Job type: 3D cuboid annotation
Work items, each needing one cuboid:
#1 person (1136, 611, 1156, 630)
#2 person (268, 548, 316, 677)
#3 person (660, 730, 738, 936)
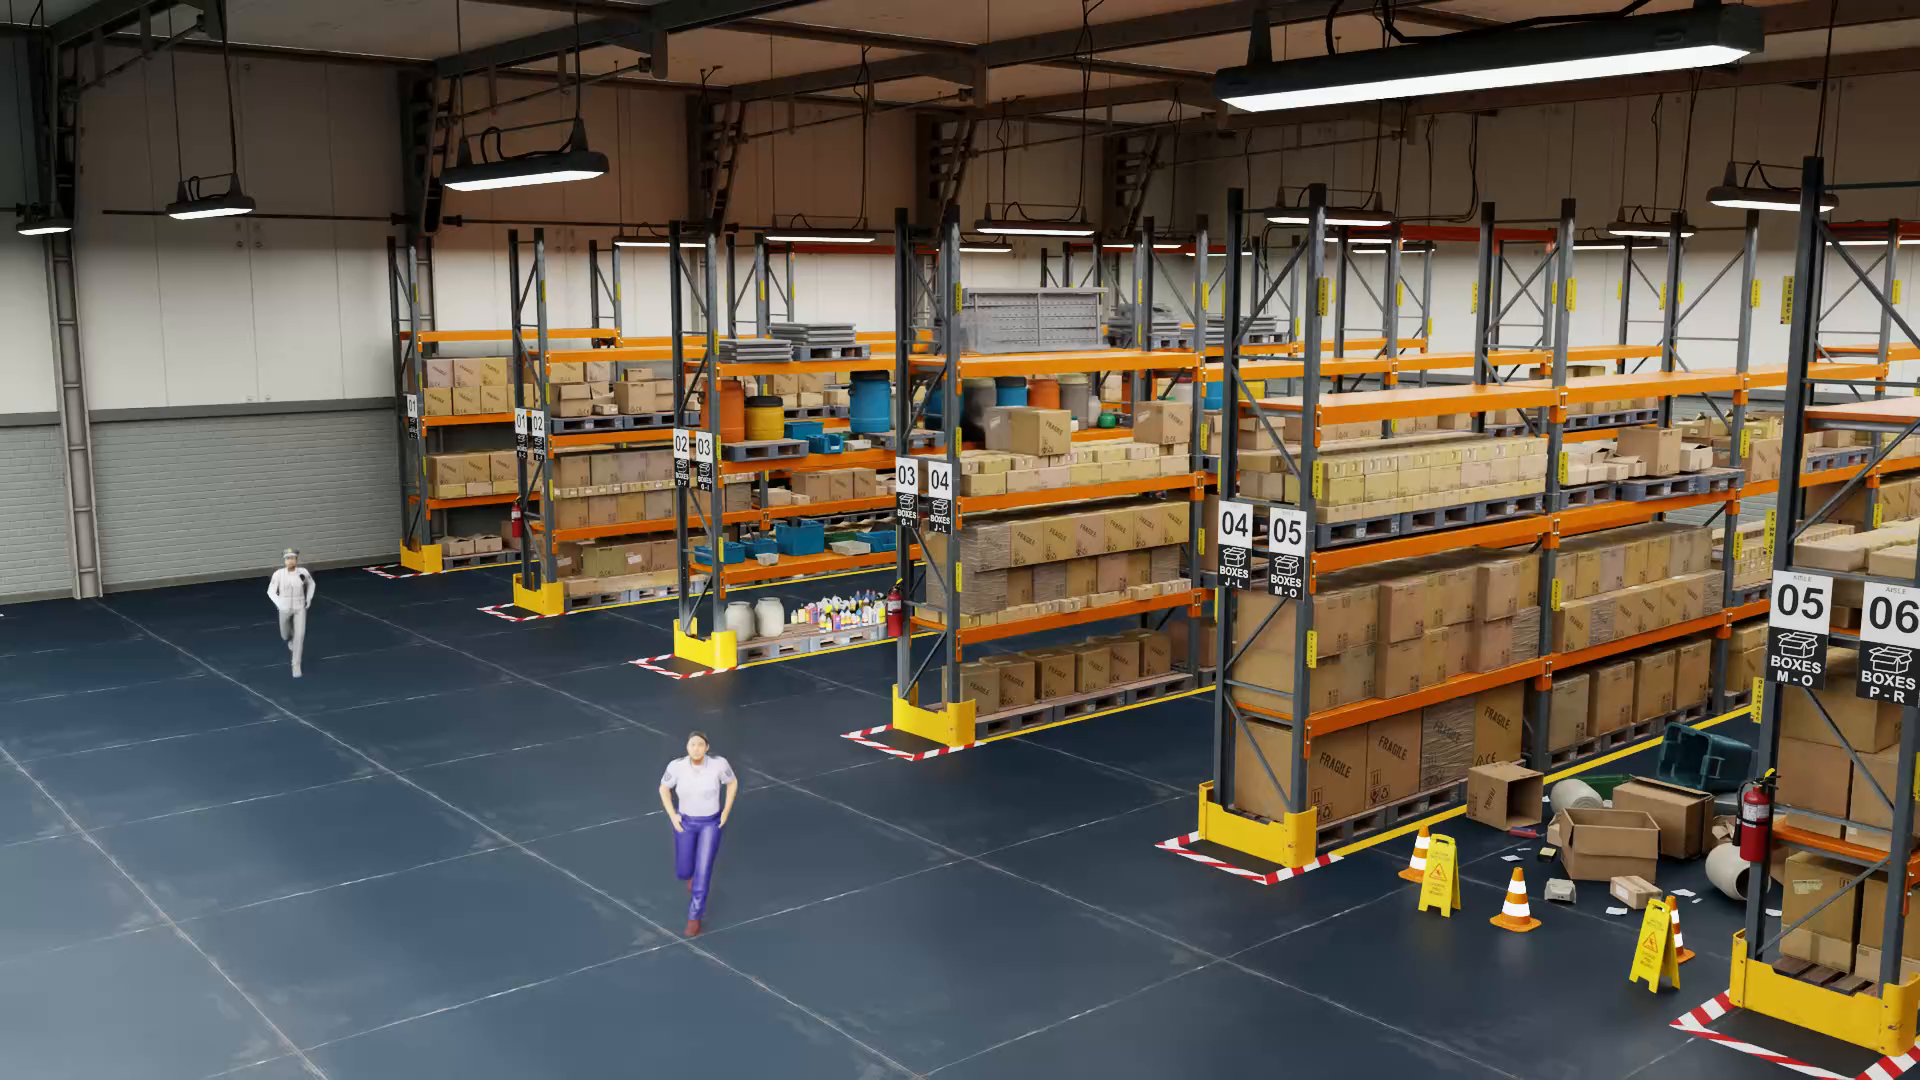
[{"bbox_3d":[2.482,0.502,23.050,0.648,1.829,0.613,8,12,42],"label":"person"},{"bbox_3d":[-8.980,0.937,22.376,0.593,1.693,1.018,-3,9,-16],"label":"person"},{"bbox_3d":[-2.120,2.326,13.527,0.630,1.632,0.705,-1,9,-5],"label":"person"}]
